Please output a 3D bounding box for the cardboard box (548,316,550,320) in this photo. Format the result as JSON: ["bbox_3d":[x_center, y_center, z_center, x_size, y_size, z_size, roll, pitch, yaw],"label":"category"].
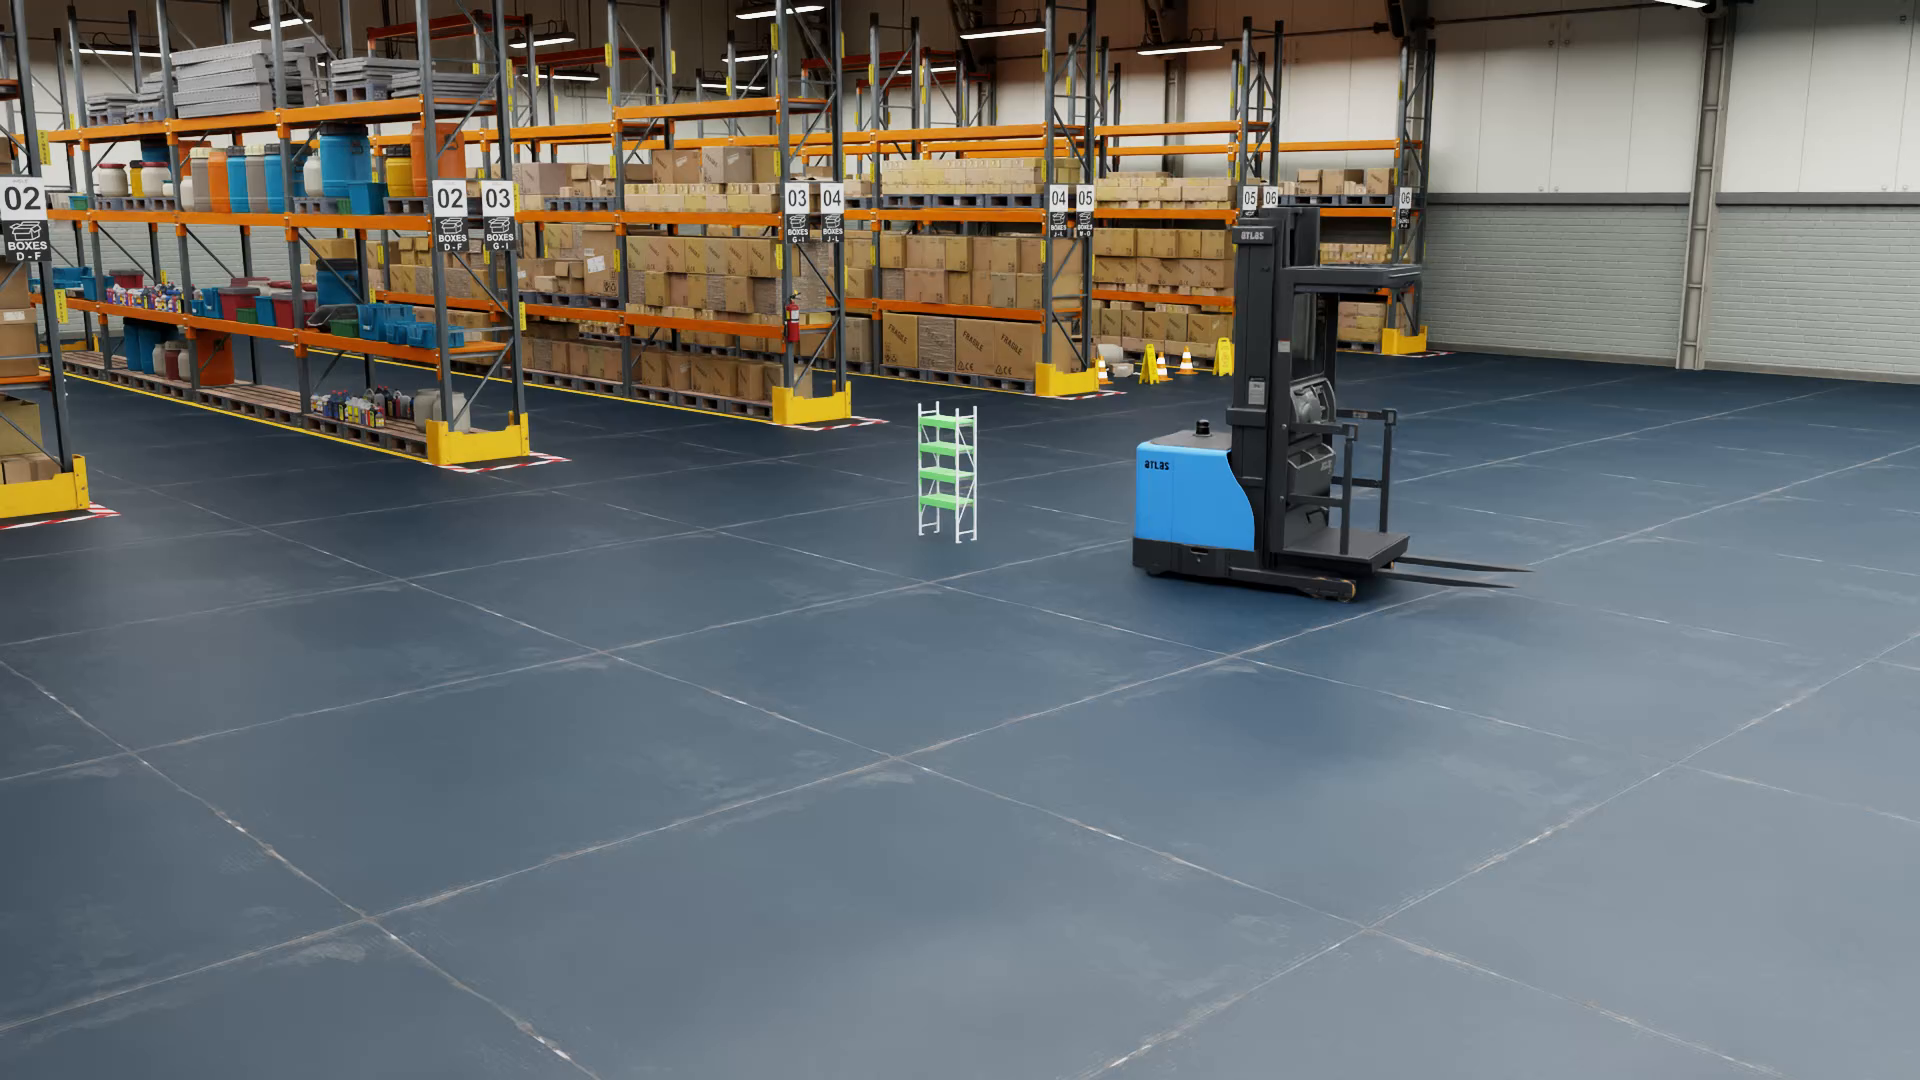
[{"bbox_3d":[-8.818,-4.897,36.535,0.380,0.149,0.250,-11,16,-42],"label":"cardboard box"}]

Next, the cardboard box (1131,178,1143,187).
[{"bbox_3d":[3.342,-6.542,30.443,0.380,0.149,0.250,-11,16,-43],"label":"cardboard box"}]

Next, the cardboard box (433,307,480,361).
[{"bbox_3d":[-8.579,-3.682,29.572,1.225,0.875,0.875,-11,16,-42],"label":"cardboard box"}]

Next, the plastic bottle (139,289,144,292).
[{"bbox_3d":[-13.059,-3.880,26.618,0.152,0.276,0.135,-11,16,-43],"label":"plastic bottle"}]

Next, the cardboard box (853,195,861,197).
[{"bbox_3d":[-2.094,-7.540,35.934,0.396,0.266,0.258,-9,15,-38],"label":"cardboard box"}]

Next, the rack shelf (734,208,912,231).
[{"bbox_3d":[-2.470,-5.783,29.897,1.077,0.370,4.000,-11,16,-43],"label":"rack shelf"}]

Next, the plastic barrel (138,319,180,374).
[{"bbox_3d":[-13.000,-3.168,27.015,0.600,0.901,0.708,-11,16,-43],"label":"plastic barrel"}]

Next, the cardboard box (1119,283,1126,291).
[{"bbox_3d":[3.177,-4.726,31.037,0.380,0.149,0.250,-11,16,-43],"label":"cardboard box"}]

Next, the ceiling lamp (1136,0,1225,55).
[{"bbox_3d":[4.515,-11.242,32.711,0.800,3.185,2.000,-11,16,-43],"label":"ceiling lamp"}]

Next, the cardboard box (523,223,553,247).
[{"bbox_3d":[-9.257,-6.708,36.572,0.500,0.500,0.500,-11,16,-43],"label":"cardboard box"}]

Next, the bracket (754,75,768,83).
[{"bbox_3d":[-5.668,-13.100,47.274,0.235,0.232,0.430,-11,16,-43],"label":"bracket"}]

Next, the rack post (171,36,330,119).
[{"bbox_3d":[-9.750,-6.319,22.788,1.013,1.000,3.121,-11,16,-43],"label":"rack post"}]

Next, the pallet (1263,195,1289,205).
[{"bbox_3d":[6.617,-7.076,34.609,1.003,0.211,1.213,-11,16,-43],"label":"pallet"}]

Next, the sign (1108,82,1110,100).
[{"bbox_3d":[2.827,-8.586,31.776,0.100,0.325,0.005,-11,16,-43],"label":"sign"}]

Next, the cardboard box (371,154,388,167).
[{"bbox_3d":[-10.915,-7.144,31.324,0.500,0.250,0.500,10,16,41],"label":"cardboard box"}]

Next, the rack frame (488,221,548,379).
[{"bbox_3d":[-7.508,-4.282,28.260,1.000,3.000,0.127,-11,16,-43],"label":"rack frame"}]

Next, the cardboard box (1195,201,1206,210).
[{"bbox_3d":[4.381,-5.930,29.448,0.380,0.149,0.250,-10,15,-41],"label":"cardboard box"}]

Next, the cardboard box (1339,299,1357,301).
[{"bbox_3d":[7.891,-4.779,33.972,0.500,0.250,0.500,-11,16,-43],"label":"cardboard box"}]

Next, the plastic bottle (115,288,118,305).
[{"bbox_3d":[-13.656,-3.951,26.976,0.097,0.271,0.097,0,12,0],"label":"plastic bottle"}]

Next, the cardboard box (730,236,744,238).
[{"bbox_3d":[-3.202,-4.136,24.089,0.500,0.500,0.500,-11,16,-43],"label":"cardboard box"}]

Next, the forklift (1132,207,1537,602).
[{"bbox_3d":[2.936,-1.087,12.925,3.031,2.935,1.130,7,14,30],"label":"forklift"}]

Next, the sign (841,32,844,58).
[{"bbox_3d":[-1.591,-6.624,22.253,0.100,0.325,0.005,-11,16,-43],"label":"sign"}]

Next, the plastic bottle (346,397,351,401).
[{"bbox_3d":[-7.883,-1.707,21.434,0.097,0.271,0.097,0,12,0],"label":"plastic bottle"}]

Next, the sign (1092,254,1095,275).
[{"bbox_3d":[2.079,-4.330,26.152,0.100,0.325,0.005,-11,16,-43],"label":"sign"}]

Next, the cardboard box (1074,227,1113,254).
[{"bbox_3d":[2.569,-5.669,31.531,0.700,0.500,0.500,-11,16,-43],"label":"cardboard box"}]

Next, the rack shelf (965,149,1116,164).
[{"bbox_3d":[1.866,-9.037,39.248,1.077,0.370,4.000,-11,16,-43],"label":"rack shelf"}]

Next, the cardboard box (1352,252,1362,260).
[{"bbox_3d":[7.997,-5.645,33.023,0.380,0.149,0.250,-11,16,-42],"label":"cardboard box"}]

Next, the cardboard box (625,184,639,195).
[{"bbox_3d":[-4.744,-5.199,24.661,0.250,0.149,0.380,11,16,44],"label":"cardboard box"}]

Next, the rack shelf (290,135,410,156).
[{"bbox_3d":[-11.651,-7.547,32.018,1.077,0.370,4.000,-11,16,-43],"label":"rack shelf"}]

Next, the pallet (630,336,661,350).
[{"bbox_3d":[-6.074,-4.063,34.108,1.003,0.211,1.213,-11,16,-43],"label":"pallet"}]

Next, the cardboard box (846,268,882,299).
[{"bbox_3d":[-1.642,-4.462,28.889,0.500,0.500,0.500,-11,16,-43],"label":"cardboard box"}]

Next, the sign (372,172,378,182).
[{"bbox_3d":[-10.671,-6.549,30.355,0.100,0.325,0.005,-11,16,-43],"label":"sign"}]

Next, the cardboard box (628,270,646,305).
[{"bbox_3d":[-4.480,-3.818,25.026,0.875,0.500,0.500,-11,16,-43],"label":"cardboard box"}]

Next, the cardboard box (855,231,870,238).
[{"bbox_3d":[-1.929,-6.462,36.119,0.500,0.500,0.500,-11,16,-43],"label":"cardboard box"}]

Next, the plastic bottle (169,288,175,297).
[{"bbox_3d":[-12.730,-3.933,26.887,0.097,0.271,0.097,0,12,0],"label":"plastic bottle"}]

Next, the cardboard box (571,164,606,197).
[{"bbox_3d":[-5.650,-5.643,26.138,0.797,0.503,0.637,-10,15,-40],"label":"cardboard box"}]

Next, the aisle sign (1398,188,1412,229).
[{"bbox_3d":[8.605,-6.410,32.149,0.394,0.787,0.004,-11,16,-43],"label":"aisle sign"}]

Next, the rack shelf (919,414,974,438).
[{"bbox_3d":[-0.114,-1.019,14.824,0.258,0.148,0.480,-11,16,-43],"label":"rack shelf"}]

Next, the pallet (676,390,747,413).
[{"bbox_3d":[-3.409,-2.061,24.392,1.003,0.211,1.213,-11,16,-43],"label":"pallet"}]

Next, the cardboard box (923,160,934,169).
[{"bbox_3d":[-0.377,-6.117,27.091,0.380,0.149,0.250,-11,16,-42],"label":"cardboard box"}]

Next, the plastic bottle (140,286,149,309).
[{"bbox_3d":[-12.767,-3.809,26.089,0.144,0.351,0.185,-11,16,-43],"label":"plastic bottle"}]

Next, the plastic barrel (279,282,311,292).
[{"bbox_3d":[-9.337,-3.352,23.409,0.433,0.535,0.433,0,12,0],"label":"plastic barrel"}]

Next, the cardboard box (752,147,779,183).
[{"bbox_3d":[-2.813,-5.277,23.435,0.500,0.500,0.500,-11,16,-43],"label":"cardboard box"}]

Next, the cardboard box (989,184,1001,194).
[{"bbox_3d":[0.674,-5.504,26.093,0.380,0.149,0.250,-11,16,-42],"label":"cardboard box"}]

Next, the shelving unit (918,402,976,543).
[{"bbox_3d":[-0.114,-0.612,14.908,0.258,1.200,0.503,-11,16,-43],"label":"shelving unit"}]

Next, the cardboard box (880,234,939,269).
[{"bbox_3d":[-0.859,-4.918,28.301,0.875,0.550,0.550,-11,16,-43],"label":"cardboard box"}]

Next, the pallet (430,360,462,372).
[{"bbox_3d":[-8.836,-3.220,30.015,1.003,0.211,1.213,-11,16,-43],"label":"pallet"}]

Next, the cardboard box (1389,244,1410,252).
[{"bbox_3d":[8.694,-5.779,32.933,0.380,0.149,0.250,-11,16,-44],"label":"cardboard box"}]

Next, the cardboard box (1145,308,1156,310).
[{"bbox_3d":[3.730,-4.108,31.332,0.500,0.500,0.500,-10,15,-40],"label":"cardboard box"}]

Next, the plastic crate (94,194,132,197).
[{"bbox_3d":[-14.512,-5.800,28.520,0.497,0.269,0.590,-11,16,-43],"label":"plastic crate"}]

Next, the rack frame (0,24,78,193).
[{"bbox_3d":[-16.615,-7.697,29.972,1.000,3.000,0.127,-11,16,-43],"label":"rack frame"}]

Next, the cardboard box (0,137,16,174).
[{"bbox_3d":[-9.544,-3.613,15.936,0.797,0.503,0.637,-9,15,-39],"label":"cardboard box"}]

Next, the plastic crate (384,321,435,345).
[{"bbox_3d":[-6.572,-2.478,19.874,0.499,0.251,0.408,-11,16,-43],"label":"plastic crate"}]

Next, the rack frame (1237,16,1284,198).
[{"bbox_3d":[5.184,-7.433,28.691,1.000,3.000,0.127,-11,16,-43],"label":"rack frame"}]
